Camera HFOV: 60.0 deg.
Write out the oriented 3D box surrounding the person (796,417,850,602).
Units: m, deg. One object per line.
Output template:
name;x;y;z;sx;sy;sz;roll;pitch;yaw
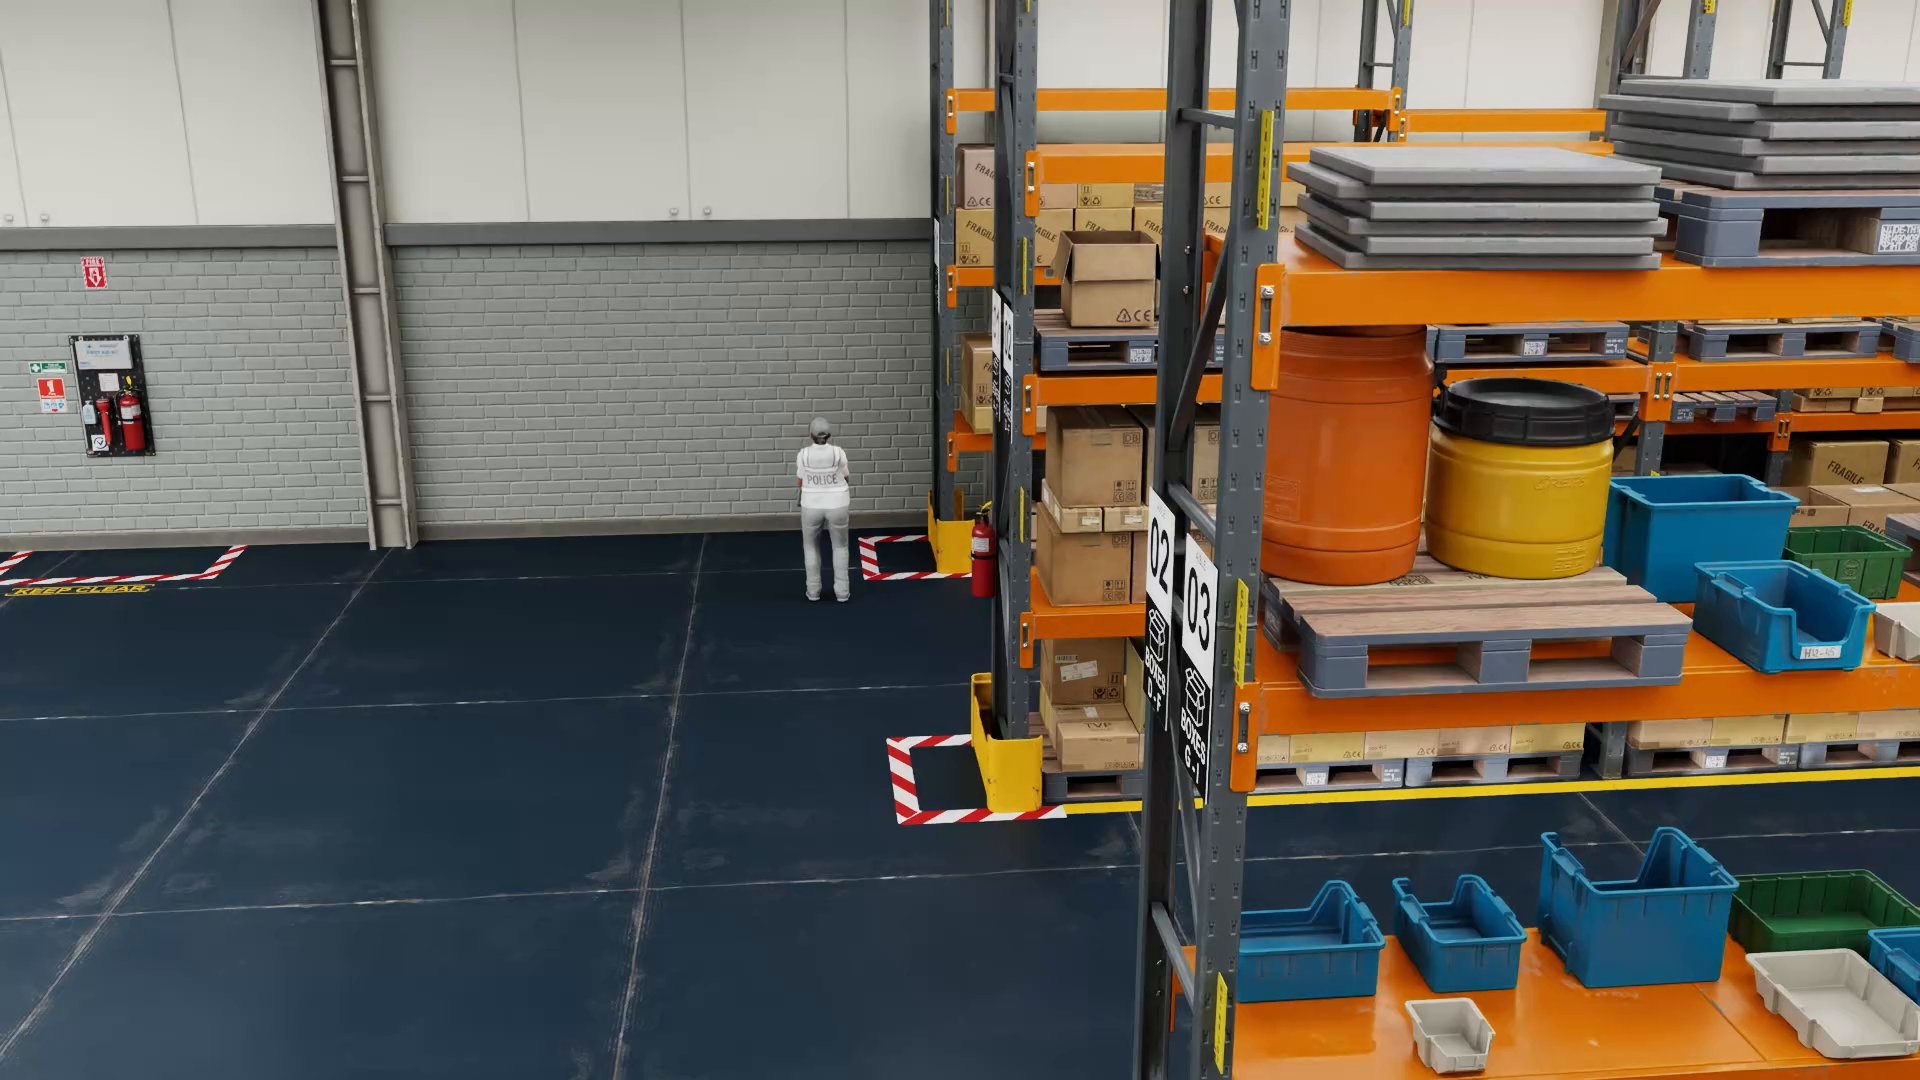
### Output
person;-1.190;-0.286;14.491;0.454;1.655;0.536;-2;17;-6
